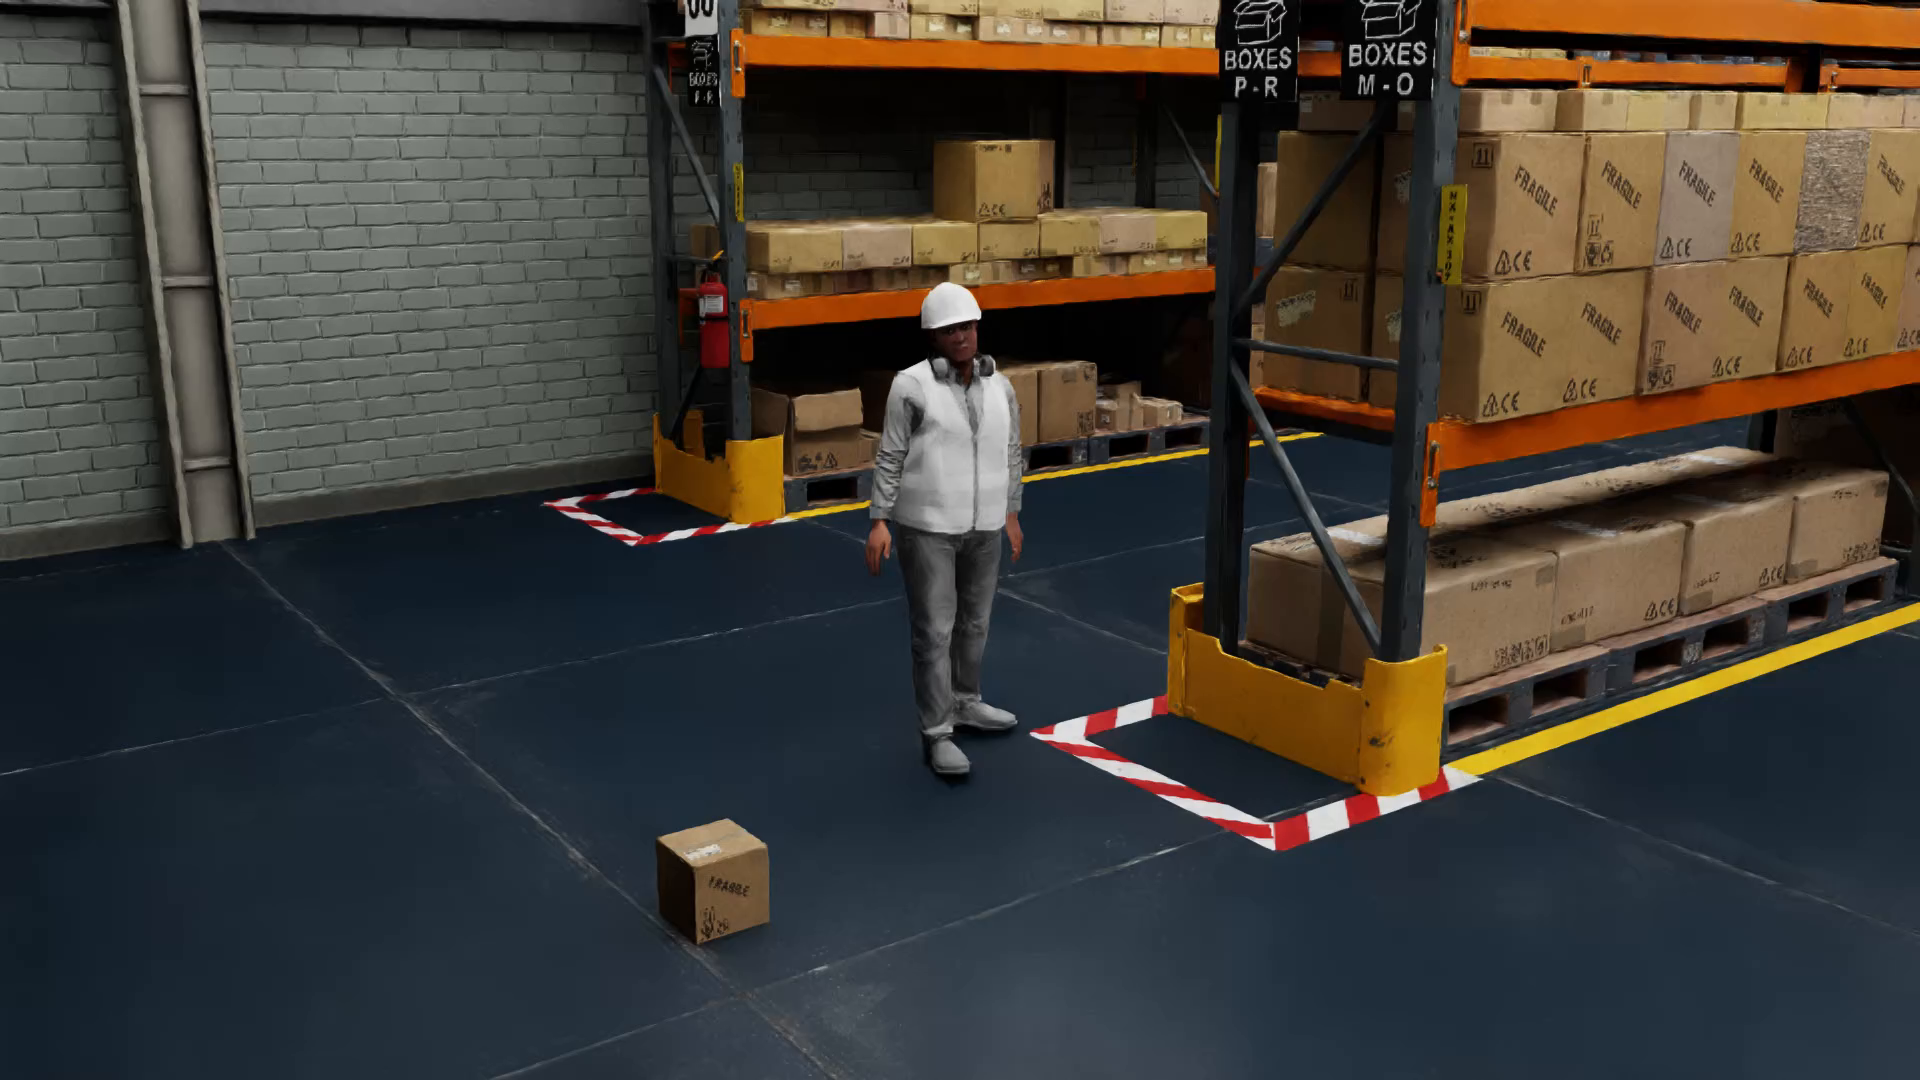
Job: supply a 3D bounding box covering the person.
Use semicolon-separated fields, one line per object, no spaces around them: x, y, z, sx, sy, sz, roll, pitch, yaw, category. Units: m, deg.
-0.031;-0.053;6.112;0.689;1.774;0.577;-9;17;-31;person
